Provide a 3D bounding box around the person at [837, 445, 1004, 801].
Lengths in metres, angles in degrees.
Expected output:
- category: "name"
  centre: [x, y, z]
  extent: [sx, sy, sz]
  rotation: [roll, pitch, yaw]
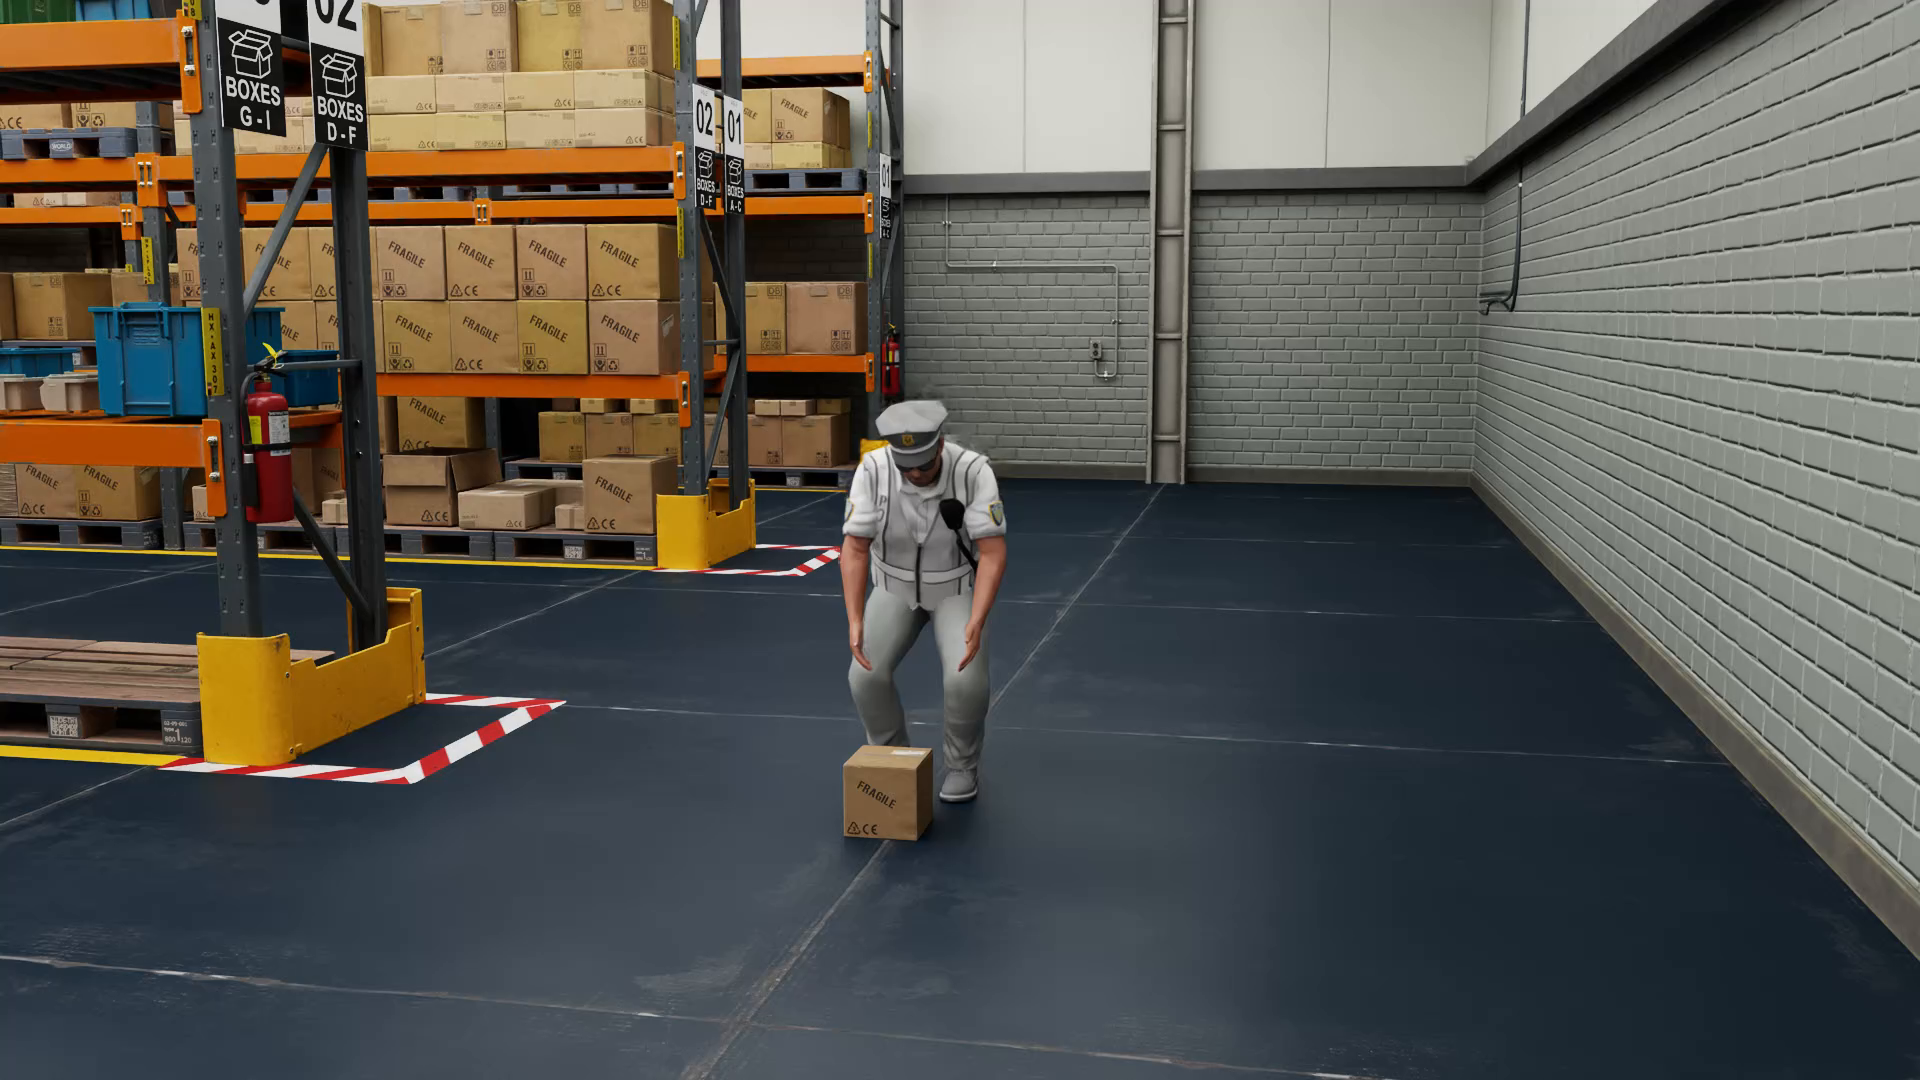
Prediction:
- category: "person"
  centre: [-0.114, 0.288, 5.910]
  extent: [0.586, 1.291, 0.868]
  rotation: [2, 8, 11]
